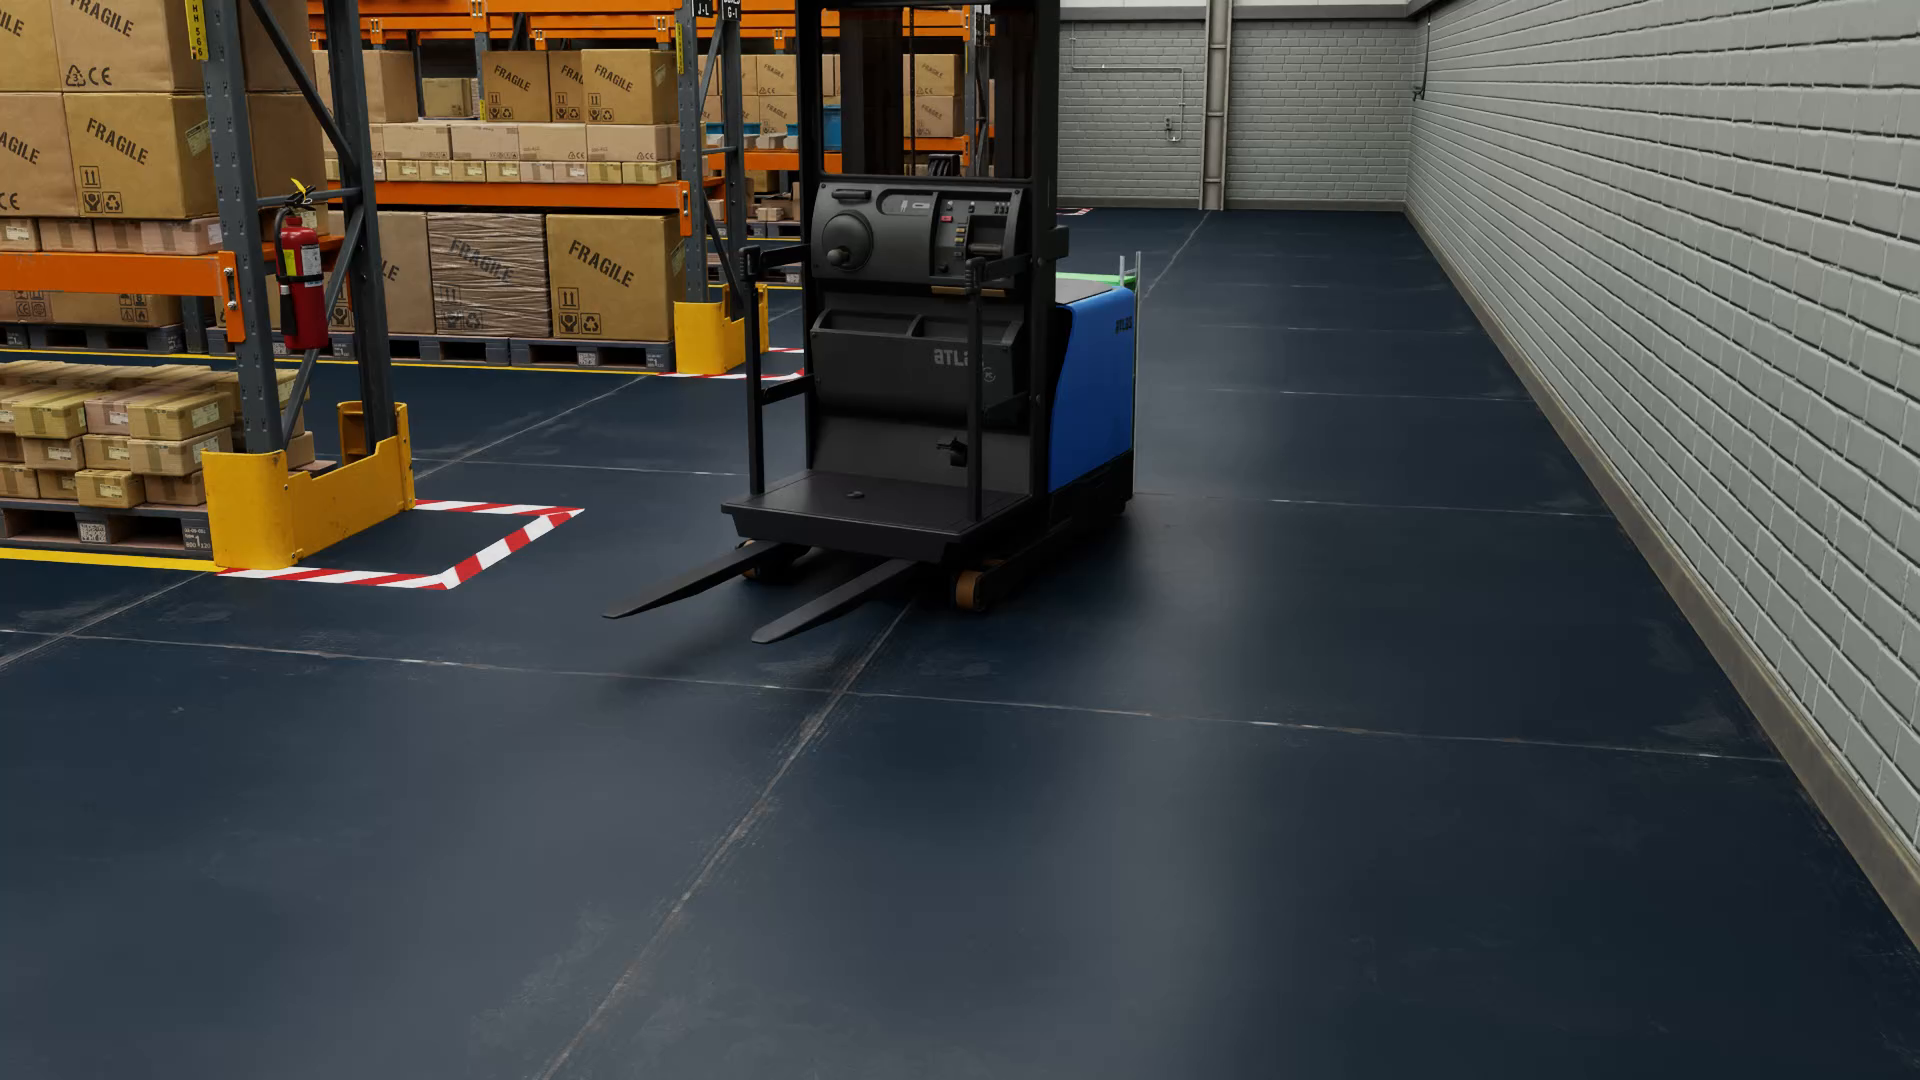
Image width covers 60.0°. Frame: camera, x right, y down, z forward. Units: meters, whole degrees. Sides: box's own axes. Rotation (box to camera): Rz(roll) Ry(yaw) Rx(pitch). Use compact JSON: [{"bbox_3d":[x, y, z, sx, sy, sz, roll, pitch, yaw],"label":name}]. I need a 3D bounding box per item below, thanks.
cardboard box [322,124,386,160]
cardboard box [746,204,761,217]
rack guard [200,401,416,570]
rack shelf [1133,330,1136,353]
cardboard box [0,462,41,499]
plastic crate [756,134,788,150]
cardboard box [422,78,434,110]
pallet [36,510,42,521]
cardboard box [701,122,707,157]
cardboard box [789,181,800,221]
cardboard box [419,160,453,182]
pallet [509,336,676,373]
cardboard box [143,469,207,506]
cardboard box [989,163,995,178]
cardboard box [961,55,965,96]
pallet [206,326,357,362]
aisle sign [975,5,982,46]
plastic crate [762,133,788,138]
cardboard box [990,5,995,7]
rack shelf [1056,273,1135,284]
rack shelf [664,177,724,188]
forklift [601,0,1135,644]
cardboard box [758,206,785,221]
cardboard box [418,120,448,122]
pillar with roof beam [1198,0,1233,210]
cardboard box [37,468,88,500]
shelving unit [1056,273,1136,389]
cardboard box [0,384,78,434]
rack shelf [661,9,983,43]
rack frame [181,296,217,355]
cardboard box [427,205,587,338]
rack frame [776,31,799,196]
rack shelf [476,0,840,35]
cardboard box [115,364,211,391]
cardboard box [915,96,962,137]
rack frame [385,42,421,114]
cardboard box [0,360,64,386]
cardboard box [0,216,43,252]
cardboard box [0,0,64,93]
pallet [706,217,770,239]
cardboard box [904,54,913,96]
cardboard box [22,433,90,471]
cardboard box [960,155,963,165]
[{"bbox_3d":[-4.273,-2.900,12.067,0.500,0.250,0.500,4,16,12],"label":"cardboard box"},{"bbox_3d":[-2.704,-4.446,22.439,0.250,0.149,0.380,3,16,11],"label":"cardboard box"},{"bbox_3d":[-2.918,-0.271,7.534,0.348,0.500,1.175,3,16,11],"label":"rack guard"},{"bbox_3d":[0.592,-0.980,8.122,0.480,0.148,0.258,7,17,25],"label":"rack shelf"},{"bbox_3d":[-4.160,-0.307,7.536,0.250,0.149,0.380,3,16,12],"label":"cardboard box"},{"bbox_3d":[-1.886,-3.977,16.610,0.243,0.136,0.396,3,16,11],"label":"plastic crate"},{"bbox_3d":[-14.382,-3.307,14.318,5.659,1.310,30.571,3,16,11],"label":"cardboard box"},{"bbox_3d":[-4.899,-0.250,7.999,1.213,0.211,1.003,3,16,11],"label":"pallet"},{"bbox_3d":[-2.173,-2.931,12.178,0.500,0.250,0.500,3,16,10],"label":"cardboard box"},{"bbox_3d":[-1.856,-4.478,21.892,0.637,0.503,0.797,3,16,11],"label":"cardboard box"},{"bbox_3d":[-3.669,-2.657,11.936,0.250,0.149,0.380,3,16,12],"label":"cardboard box"},{"bbox_3d":[-2.556,-1.442,12.303,1.213,0.211,1.003,3,16,11],"label":"pallet"},{"bbox_3d":[-3.401,-0.274,7.415,0.250,0.149,0.380,3,16,12],"label":"cardboard box"},{"bbox_3d":[0.499,-5.660,26.202,0.500,0.500,0.700,3,16,11],"label":"cardboard box"},{"bbox_3d":[-0.161,-5.978,21.393,0.500,0.500,0.500,4,16,13],"label":"cardboard box"},{"bbox_3d":[-4.947,-1.572,12.771,1.213,0.211,1.003,3,16,11],"label":"pallet"},{"bbox_3d":[0.227,-6.524,20.556,0.004,0.787,0.394,3,16,11],"label":"aisle sign"},{"bbox_3d":[-1.908,-4.135,17.184,0.298,0.136,0.250,3,16,11],"label":"plastic crate"},{"bbox_3d":[0.434,-8.245,25.324,0.500,0.250,0.500,4,16,13],"label":"cardboard box"},{"bbox_3d":[0.592,-1.263,8.044,0.457,0.021,0.221,7,17,25],"label":"rack shelf"},{"bbox_3d":[-3.716,-2.652,12.295,3.809,0.052,0.919,3,16,11],"label":"rack shelf"},{"bbox_3d":[-0.273,-1.263,6.561,1.130,2.935,3.031,7,17,25],"label":"forklift"},{"bbox_3d":[-2.481,-4.292,21.851,0.250,0.166,0.380,3,16,11],"label":"cardboard box"},{"bbox_3d":[-4.184,-3.039,12.567,0.502,0.250,0.502,3,16,12],"label":"cardboard box"},{"bbox_3d":[3.165,-8.499,21.316,0.400,9.000,9.100,3,16,11],"label":"pillar with roof beam"},{"bbox_3d":[-3.915,-0.297,7.501,0.255,0.149,0.383,3,16,10],"label":"cardboard box"},{"bbox_3d":[0.589,-0.811,8.171,0.487,1.046,0.258,7,17,25],"label":"shelving unit"},{"bbox_3d":[-4.168,-0.588,7.435,0.250,0.149,0.380,2,16,9],"label":"cardboard box"},{"bbox_3d":[-1.739,-6.560,21.285,4.000,0.370,1.077,3,16,11],"label":"rack shelf"},{"bbox_3d":[-5.676,-2.977,12.619,0.127,3.000,1.000,3,16,11],"label":"rack frame"},{"bbox_3d":[-3.291,-2.004,12.300,0.875,0.875,0.875,3,16,11],"label":"cardboard box"},{"bbox_3d":[-2.715,-6.864,26.652,0.127,3.000,1.000,3,16,11],"label":"rack frame"},{"bbox_3d":[-2.729,-5.265,16.608,4.000,0.370,1.077,3,16,11],"label":"rack shelf"},{"bbox_3d":[-3.805,-0.734,7.961,0.250,0.149,0.380,3,16,11],"label":"cardboard box"},{"bbox_3d":[-0.272,-5.356,21.021,0.500,0.500,0.500,4,16,13],"label":"cardboard box"},{"bbox_3d":[-7.618,-5.782,22.745,0.053,2.616,0.949,3,16,11],"label":"rack frame"},{"bbox_3d":[-4.583,-0.769,8.087,0.250,0.149,0.380,3,16,12],"label":"cardboard box"},{"bbox_3d":[-3.959,-1.334,7.159,0.250,0.149,0.380,4,16,13],"label":"cardboard box"},{"bbox_3d":[-3.839,-2.131,6.950,0.500,0.500,0.500,3,16,9],"label":"cardboard box"},{"bbox_3d":[-3.026,-4.187,22.213,1.213,0.211,1.003,3,16,11],"label":"pallet"},{"bbox_3d":[-0.765,-5.864,20.981,0.500,0.500,0.500,4,16,13],"label":"cardboard box"},{"bbox_3d":[-3.928,-0.424,7.401,0.250,0.149,0.380,2,16,9],"label":"cardboard box"},{"bbox_3d":[0.086,-5.945,26.016,0.250,0.149,0.380,4,16,13],"label":"cardboard box"}]
